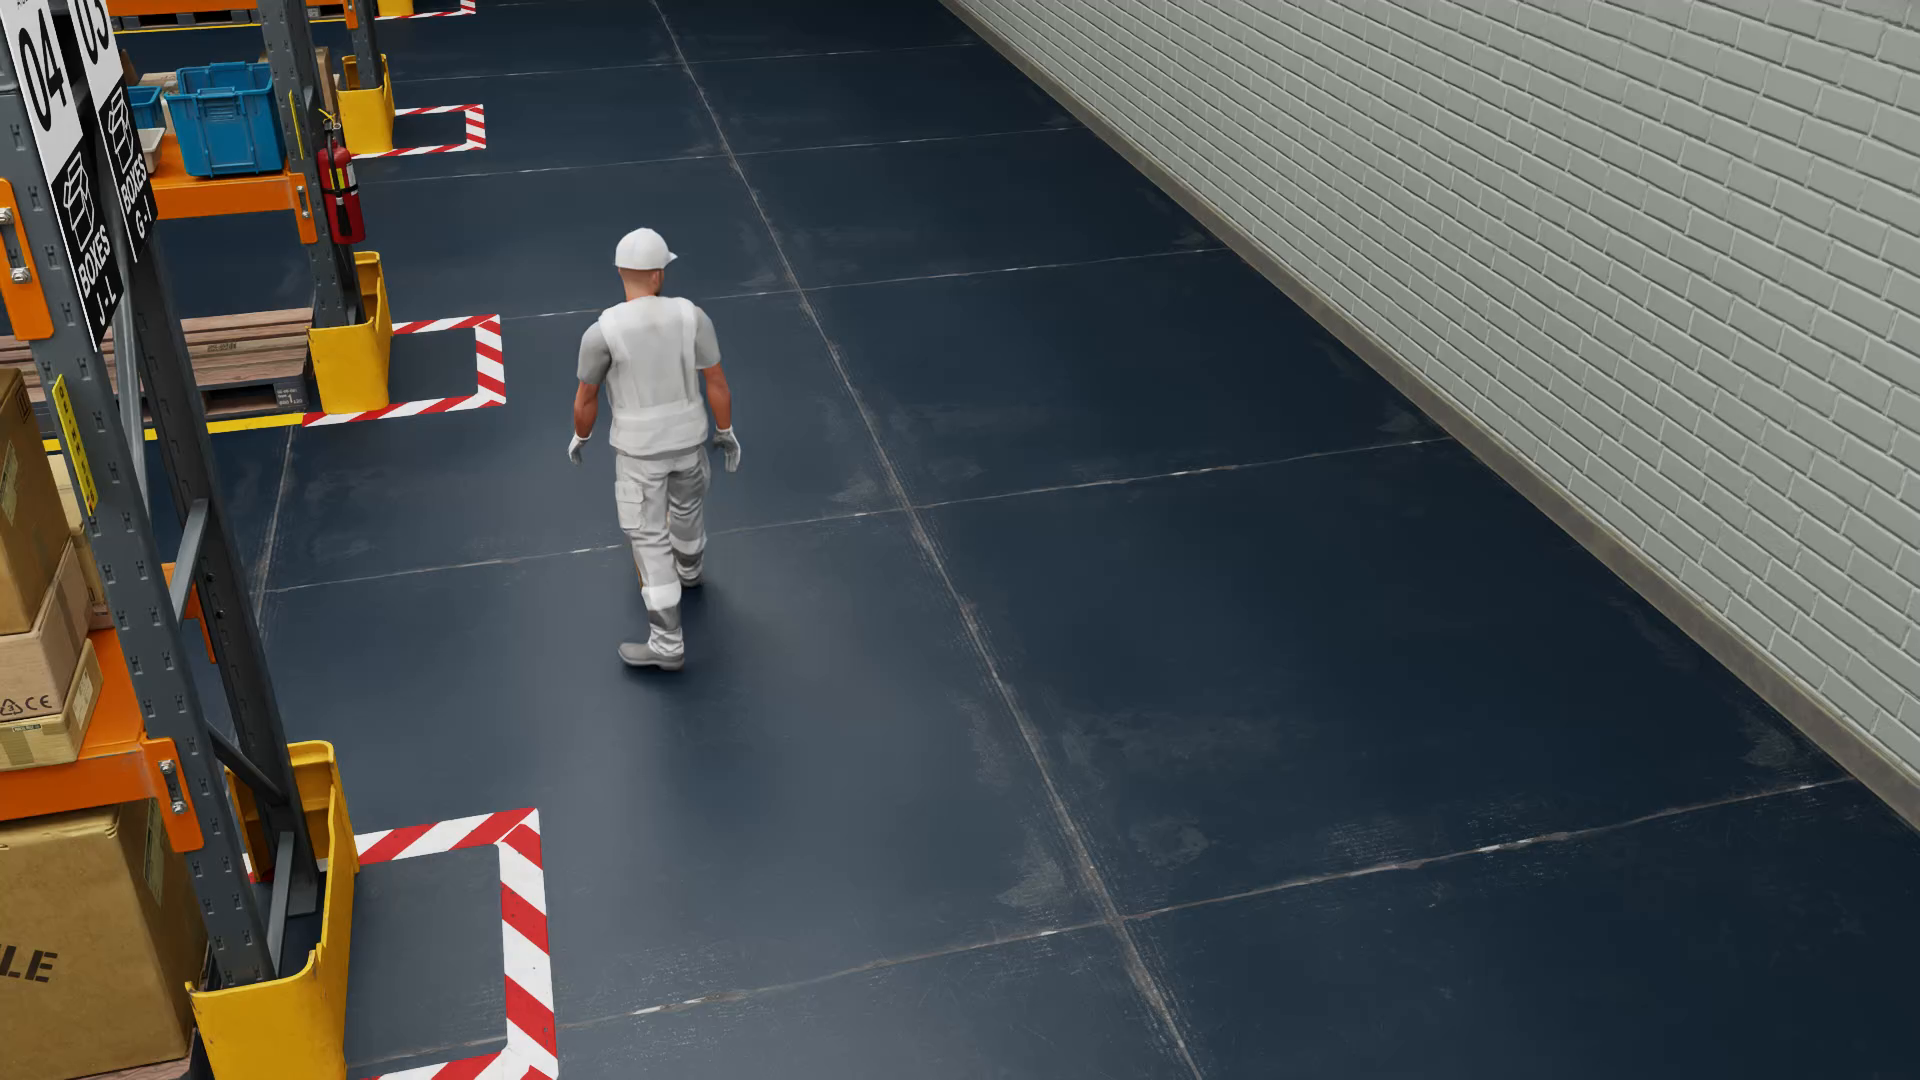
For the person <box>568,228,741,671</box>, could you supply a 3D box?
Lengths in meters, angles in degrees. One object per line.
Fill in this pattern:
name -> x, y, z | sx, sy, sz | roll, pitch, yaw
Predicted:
person -> -1.274, -0.420, 6.838 | 0.636, 1.752, 0.891 | -18, 34, -28
